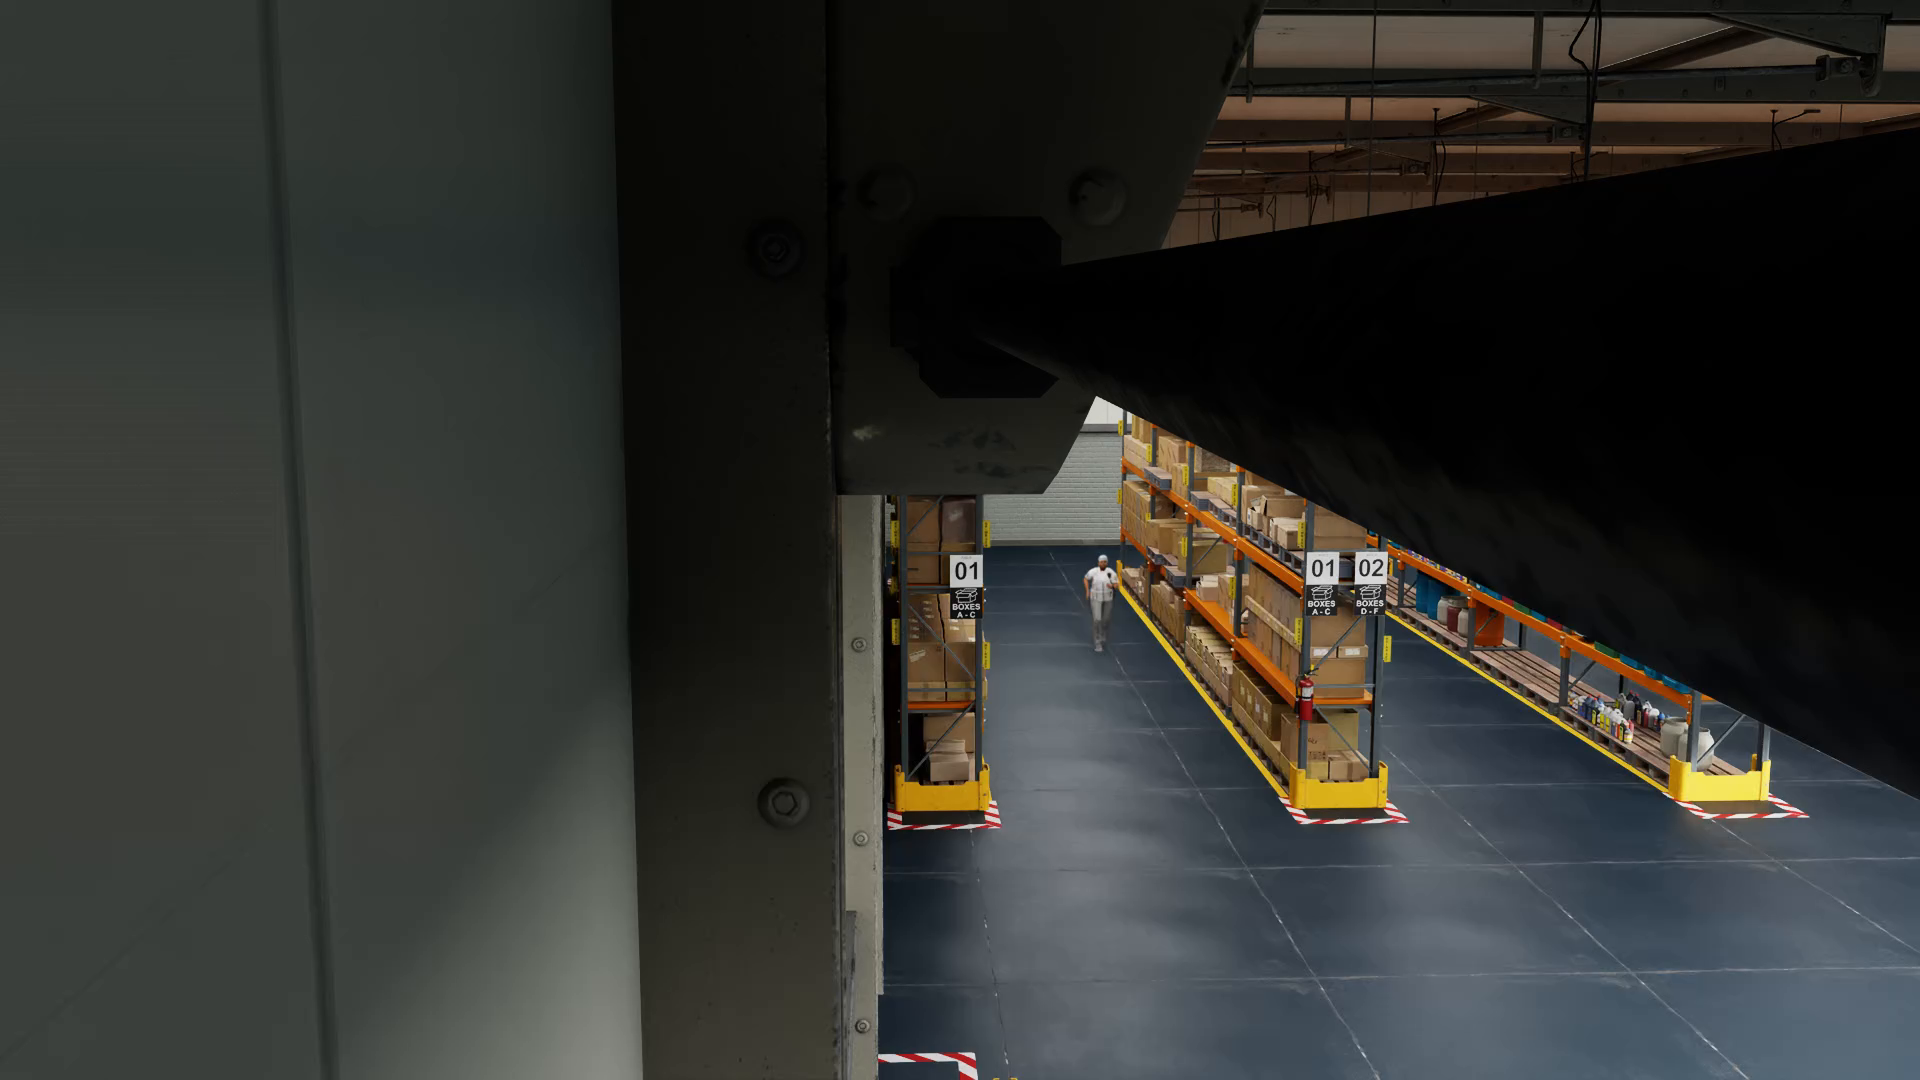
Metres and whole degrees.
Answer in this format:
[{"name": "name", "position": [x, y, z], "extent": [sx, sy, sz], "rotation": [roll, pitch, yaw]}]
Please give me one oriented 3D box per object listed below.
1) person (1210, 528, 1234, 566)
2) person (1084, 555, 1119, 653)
[{"name": "person", "position": [5.719, 0.226, 35.847], "extent": [0.658, 1.801, 0.749], "rotation": [-2, 9, -13]}, {"name": "person", "position": [2.551, 1.105, 29.882], "extent": [0.590, 1.709, 0.844], "rotation": [-1, 8, -7]}]
